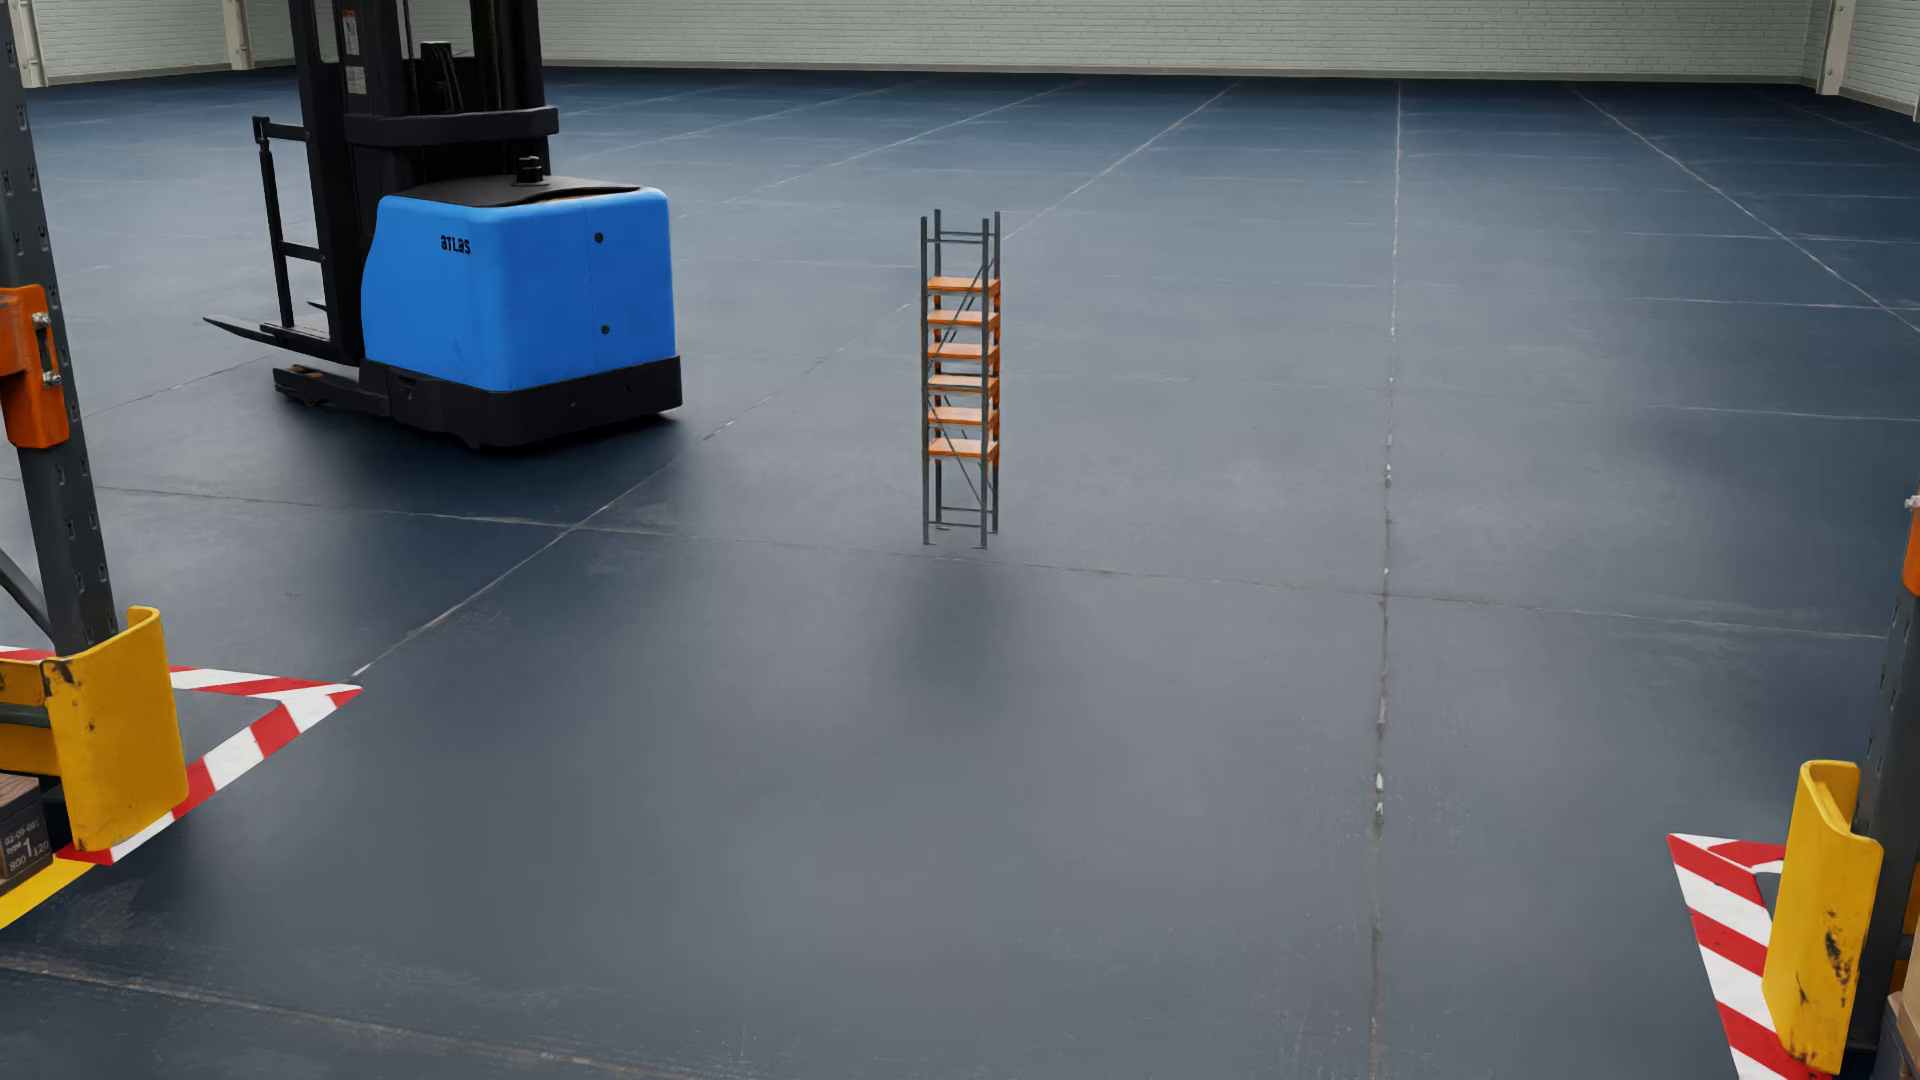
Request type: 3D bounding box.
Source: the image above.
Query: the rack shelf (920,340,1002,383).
[{"bbox_3d":[0.004,-0.644,5.982,0.258,0.103,0.180,5,19,13],"label":"rack shelf"}]

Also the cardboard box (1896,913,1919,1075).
[{"bbox_3d":[1.858,0.852,2.658,0.500,0.250,0.500,5,19,13],"label":"cardboard box"}]

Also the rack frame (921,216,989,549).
[{"bbox_3d":[-0.019,-0.544,5.923,0.240,1.200,0.006,5,19,13],"label":"rack frame"}]

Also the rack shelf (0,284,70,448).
[{"bbox_3d":[-3.086,0.174,2.151,1.077,0.370,4.000,5,19,13],"label":"rack shelf"}]

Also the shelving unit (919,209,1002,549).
[{"bbox_3d":[0.004,-0.572,6.007,0.258,1.200,0.189,5,19,13],"label":"shelving unit"}]

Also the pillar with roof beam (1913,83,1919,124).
[{"bbox_3d":[9.366,-10.425,22.787,9.100,9.000,0.400,5,19,13],"label":"pillar with roof beam"}]

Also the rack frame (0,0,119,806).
[{"bbox_3d":[-2.597,-0.794,3.870,1.000,3.000,0.127,5,19,13],"label":"rack frame"}]

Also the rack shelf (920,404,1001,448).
[{"bbox_3d":[0.004,-0.417,6.060,0.258,0.103,0.180,5,19,13],"label":"rack shelf"}]

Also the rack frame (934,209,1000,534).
[{"bbox_3d":[0.026,-0.601,6.091,0.240,1.200,0.006,5,19,13],"label":"rack frame"}]

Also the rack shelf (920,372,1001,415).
[{"bbox_3d":[0.004,-0.530,6.021,0.258,0.103,0.180,5,19,13],"label":"rack shelf"}]

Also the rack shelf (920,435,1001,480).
[{"bbox_3d":[0.004,-0.303,6.099,0.258,0.103,0.180,5,19,13],"label":"rack shelf"}]

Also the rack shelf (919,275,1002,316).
[{"bbox_3d":[0.004,-0.871,5.905,0.258,0.103,0.180,5,19,13],"label":"rack shelf"}]

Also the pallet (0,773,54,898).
[{"bbox_3d":[-2.774,0.808,3.496,1.003,0.211,1.213,5,19,13],"label":"pallet"}]

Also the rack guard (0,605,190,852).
[{"bbox_3d":[-2.570,0.417,4.194,1.175,0.500,0.348,5,19,13],"label":"rack guard"}]

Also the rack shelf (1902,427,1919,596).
[{"bbox_3d":[1.716,0.566,1.003,1.077,0.370,4.000,5,19,13],"label":"rack shelf"}]

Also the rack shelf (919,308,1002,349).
[{"bbox_3d":[0.004,-0.757,5.944,0.258,0.103,0.180,5,19,13],"label":"rack shelf"}]

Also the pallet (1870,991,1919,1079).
[{"bbox_3d":[2.059,1.161,2.461,1.003,0.211,1.213,5,19,13],"label":"pallet"}]

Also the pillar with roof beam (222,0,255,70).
[{"bbox_3d":[-11.364,-14.113,33.585,9.100,9.000,0.400,5,19,13],"label":"pillar with roof beam"}]

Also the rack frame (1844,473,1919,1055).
[{"bbox_3d":[2.205,-0.401,2.722,1.000,3.000,0.127,5,19,13],"label":"rack frame"}]

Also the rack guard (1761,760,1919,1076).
[{"bbox_3d":[2.211,0.774,3.148,1.175,0.500,0.348,5,19,13],"label":"rack guard"}]

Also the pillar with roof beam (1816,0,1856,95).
[{"bbox_3d":[10.832,-12.305,28.292,9.100,9.000,0.400,5,19,13],"label":"pillar with roof beam"}]

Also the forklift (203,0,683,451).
[{"bbox_3d":[-2.754,-2.151,7.952,3.031,2.935,1.130,16,24,38],"label":"forklift"}]

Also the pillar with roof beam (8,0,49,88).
[{"bbox_3d":[-12.830,-12.233,28.079,9.100,9.000,0.400,5,19,13],"label":"pillar with roof beam"}]
